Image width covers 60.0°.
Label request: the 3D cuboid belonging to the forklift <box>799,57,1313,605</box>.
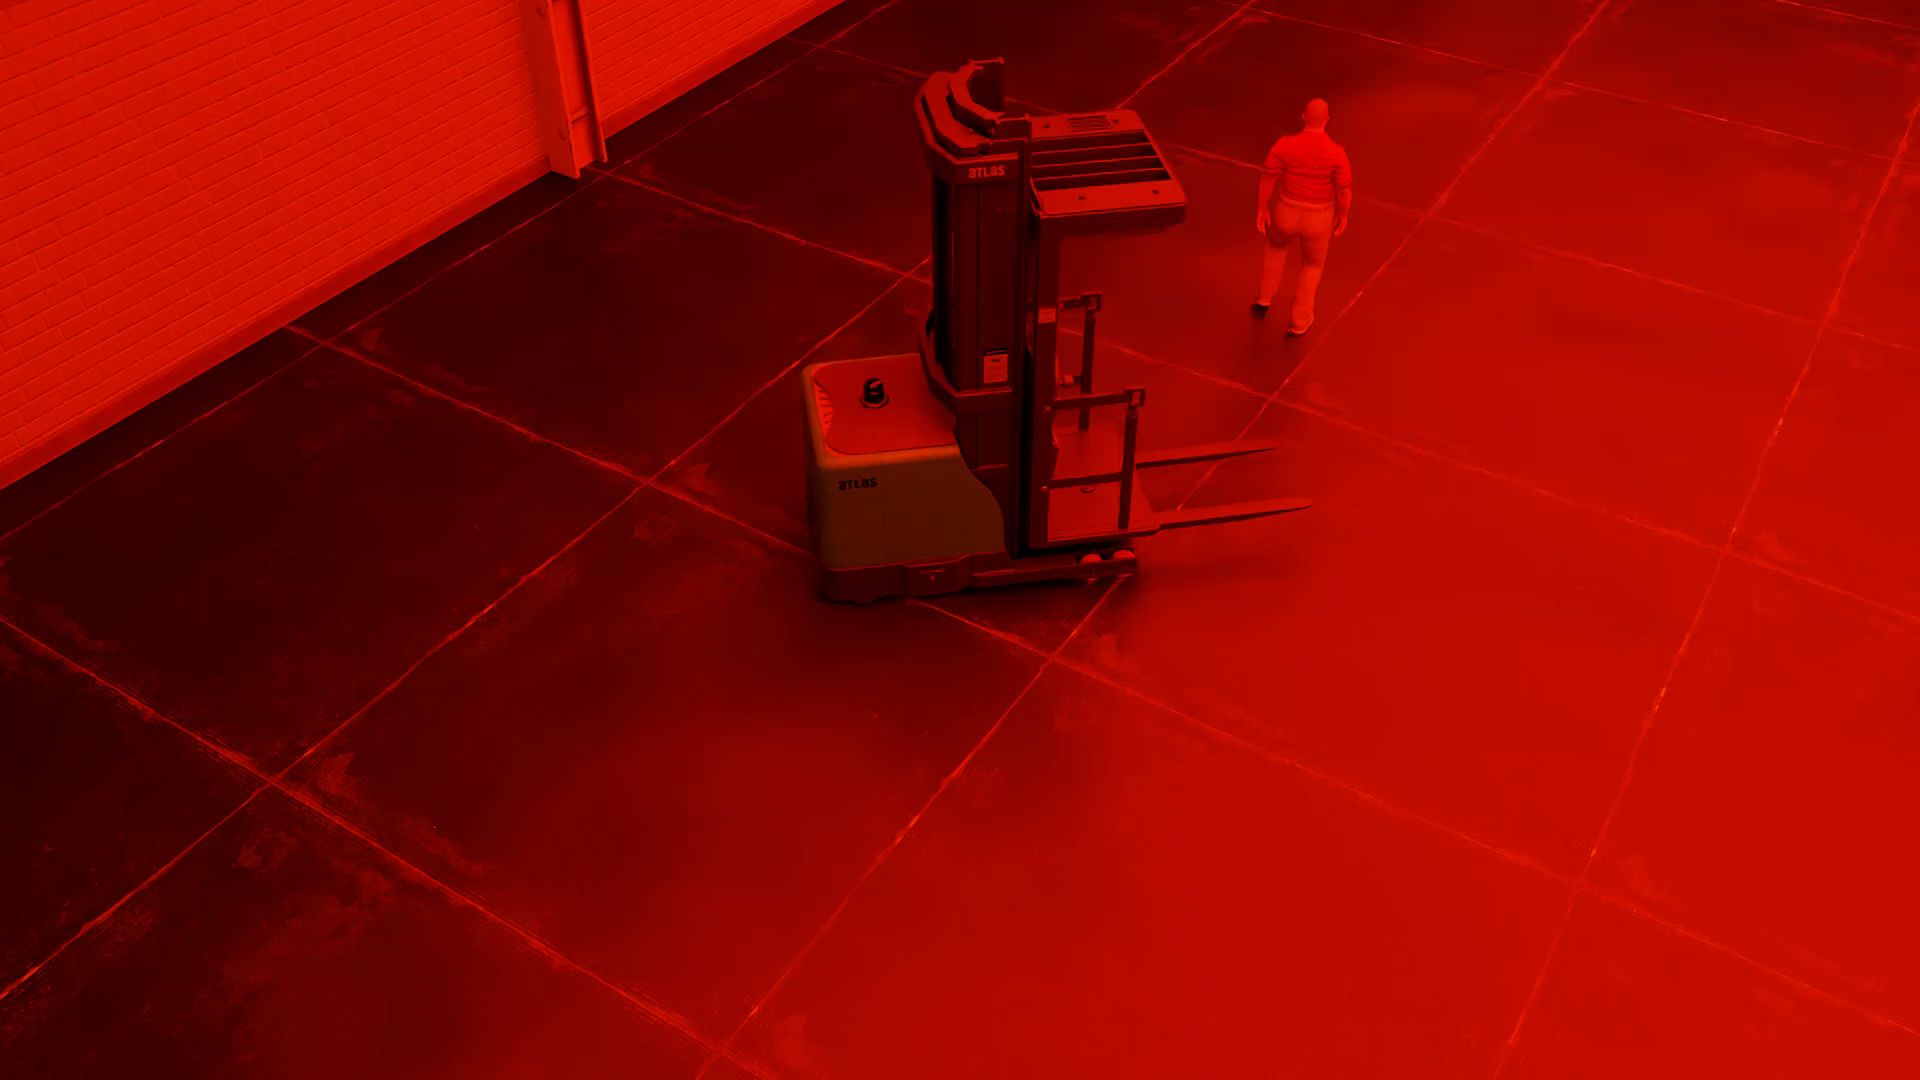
[{"bbox_3d":[0.609,-1.202,9.385,3.031,2.935,1.130,-7,41,-8],"label":"forklift"}]

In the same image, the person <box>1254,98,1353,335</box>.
[{"bbox_3d":[2.413,-2.279,11.653,0.627,1.779,0.531,15,42,17],"label":"person"}]
